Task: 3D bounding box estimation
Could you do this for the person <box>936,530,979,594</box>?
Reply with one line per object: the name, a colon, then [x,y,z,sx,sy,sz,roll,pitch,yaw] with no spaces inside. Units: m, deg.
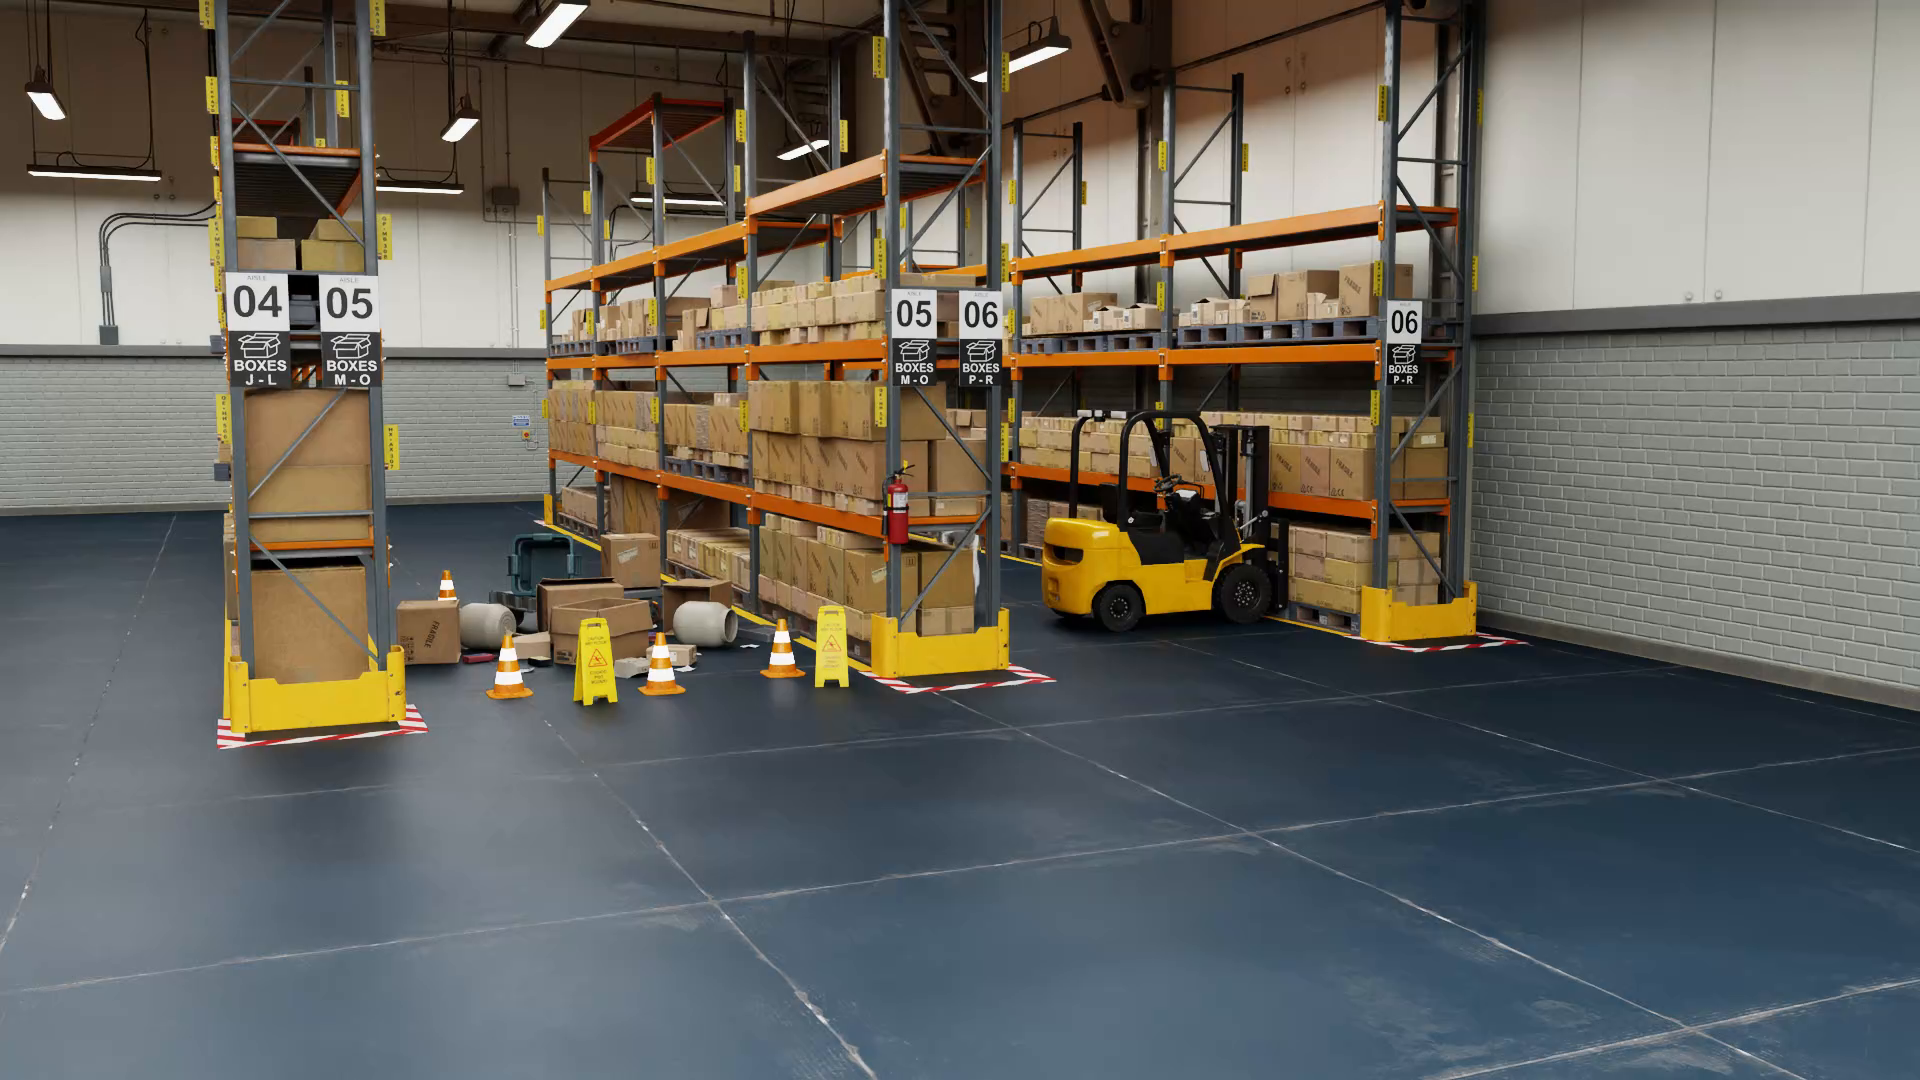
person: [-0.024,0.262,17.681,0.426,1.014,0.919,-1,6,-7]
